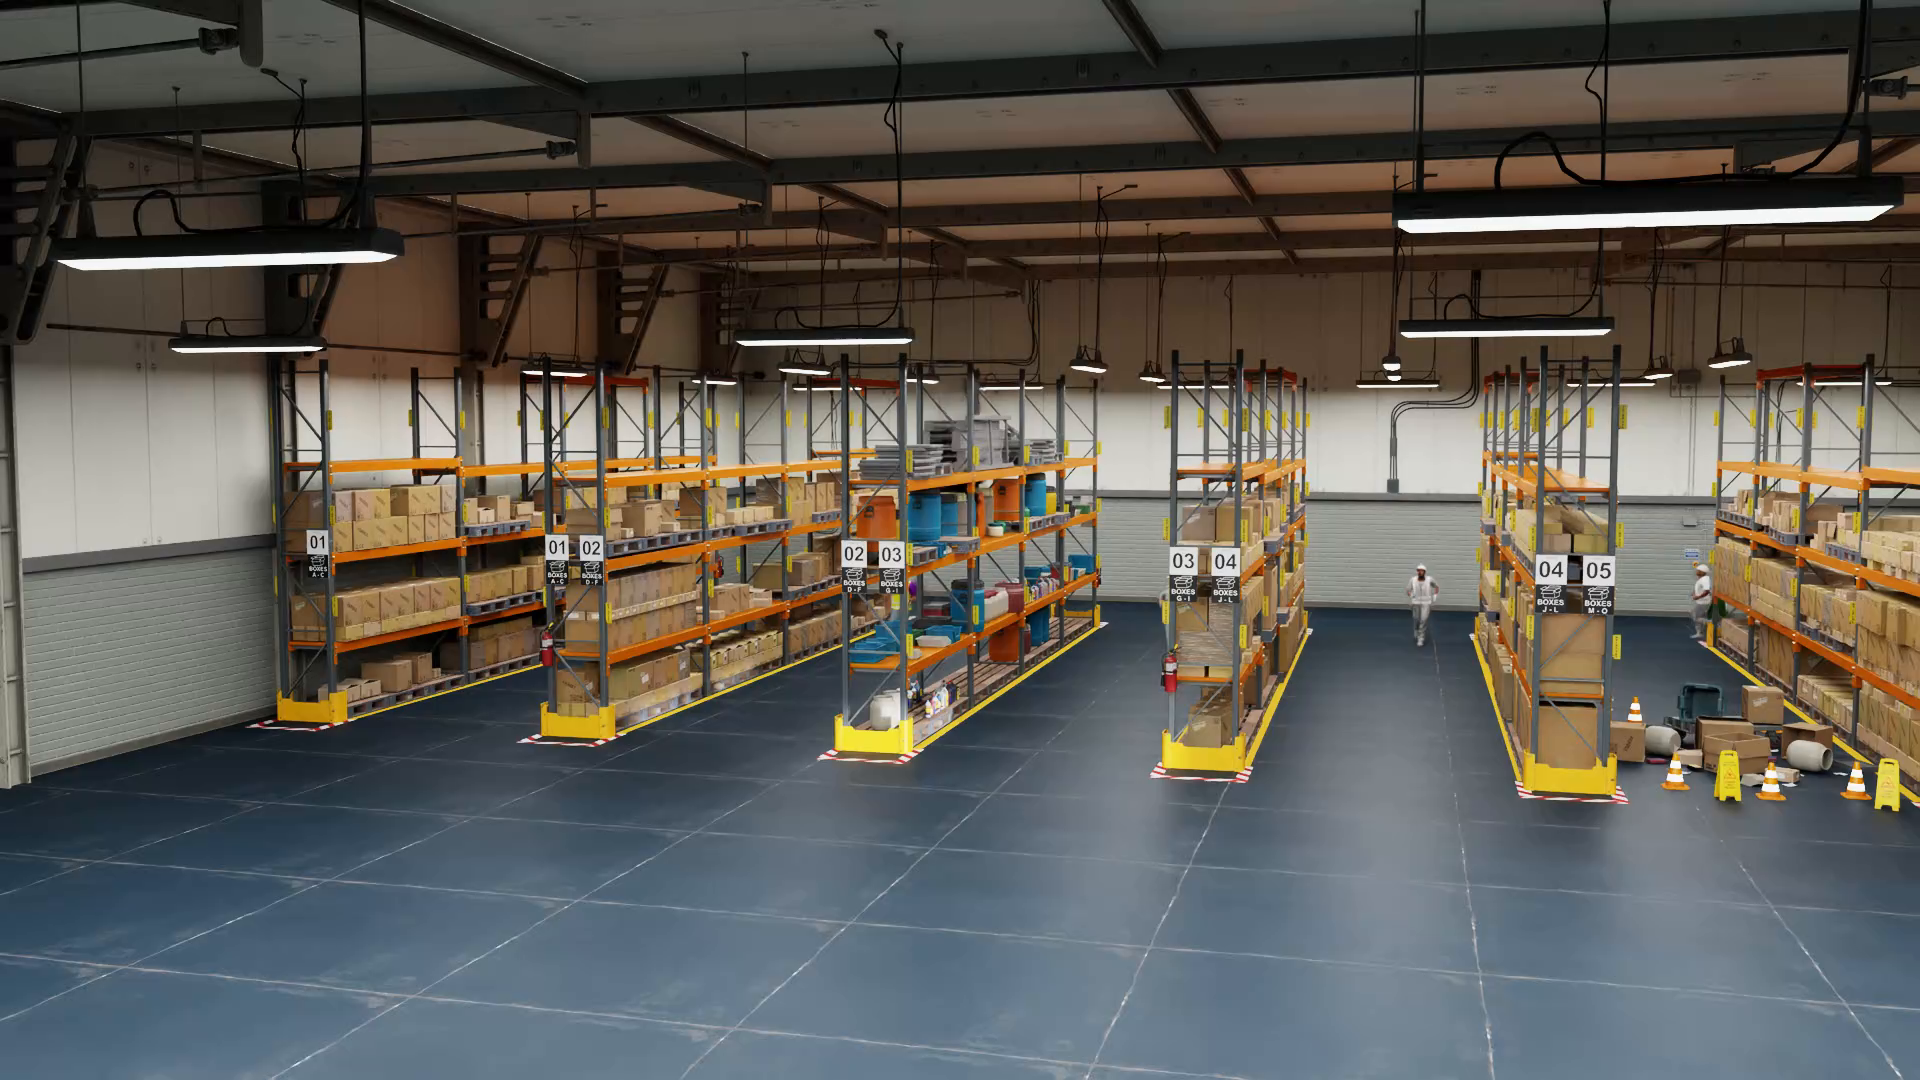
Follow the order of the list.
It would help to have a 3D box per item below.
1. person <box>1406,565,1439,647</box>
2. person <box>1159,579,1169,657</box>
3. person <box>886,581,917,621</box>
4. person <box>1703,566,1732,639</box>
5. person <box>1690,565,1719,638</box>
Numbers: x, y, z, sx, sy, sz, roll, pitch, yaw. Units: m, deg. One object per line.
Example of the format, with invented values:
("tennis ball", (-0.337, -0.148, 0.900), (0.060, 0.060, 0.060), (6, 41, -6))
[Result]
("person", (10.330, 1.443, 37.184), (0.691, 1.785, 0.975), (2, 4, 24))
("person", (4.190, 1.558, 32.793), (0.570, 1.662, 0.766), (1, 4, 15))
("person", (-1.223, 1.426, 33.851), (0.702, 1.730, 0.588), (1, 4, 10))
("person", (17.472, 1.369, 38.194), (0.786, 1.855, 0.682), (1, 4, 18))
("person", (17.069, 1.418, 38.107), (0.640, 1.713, 0.739), (2, 5, 28))
